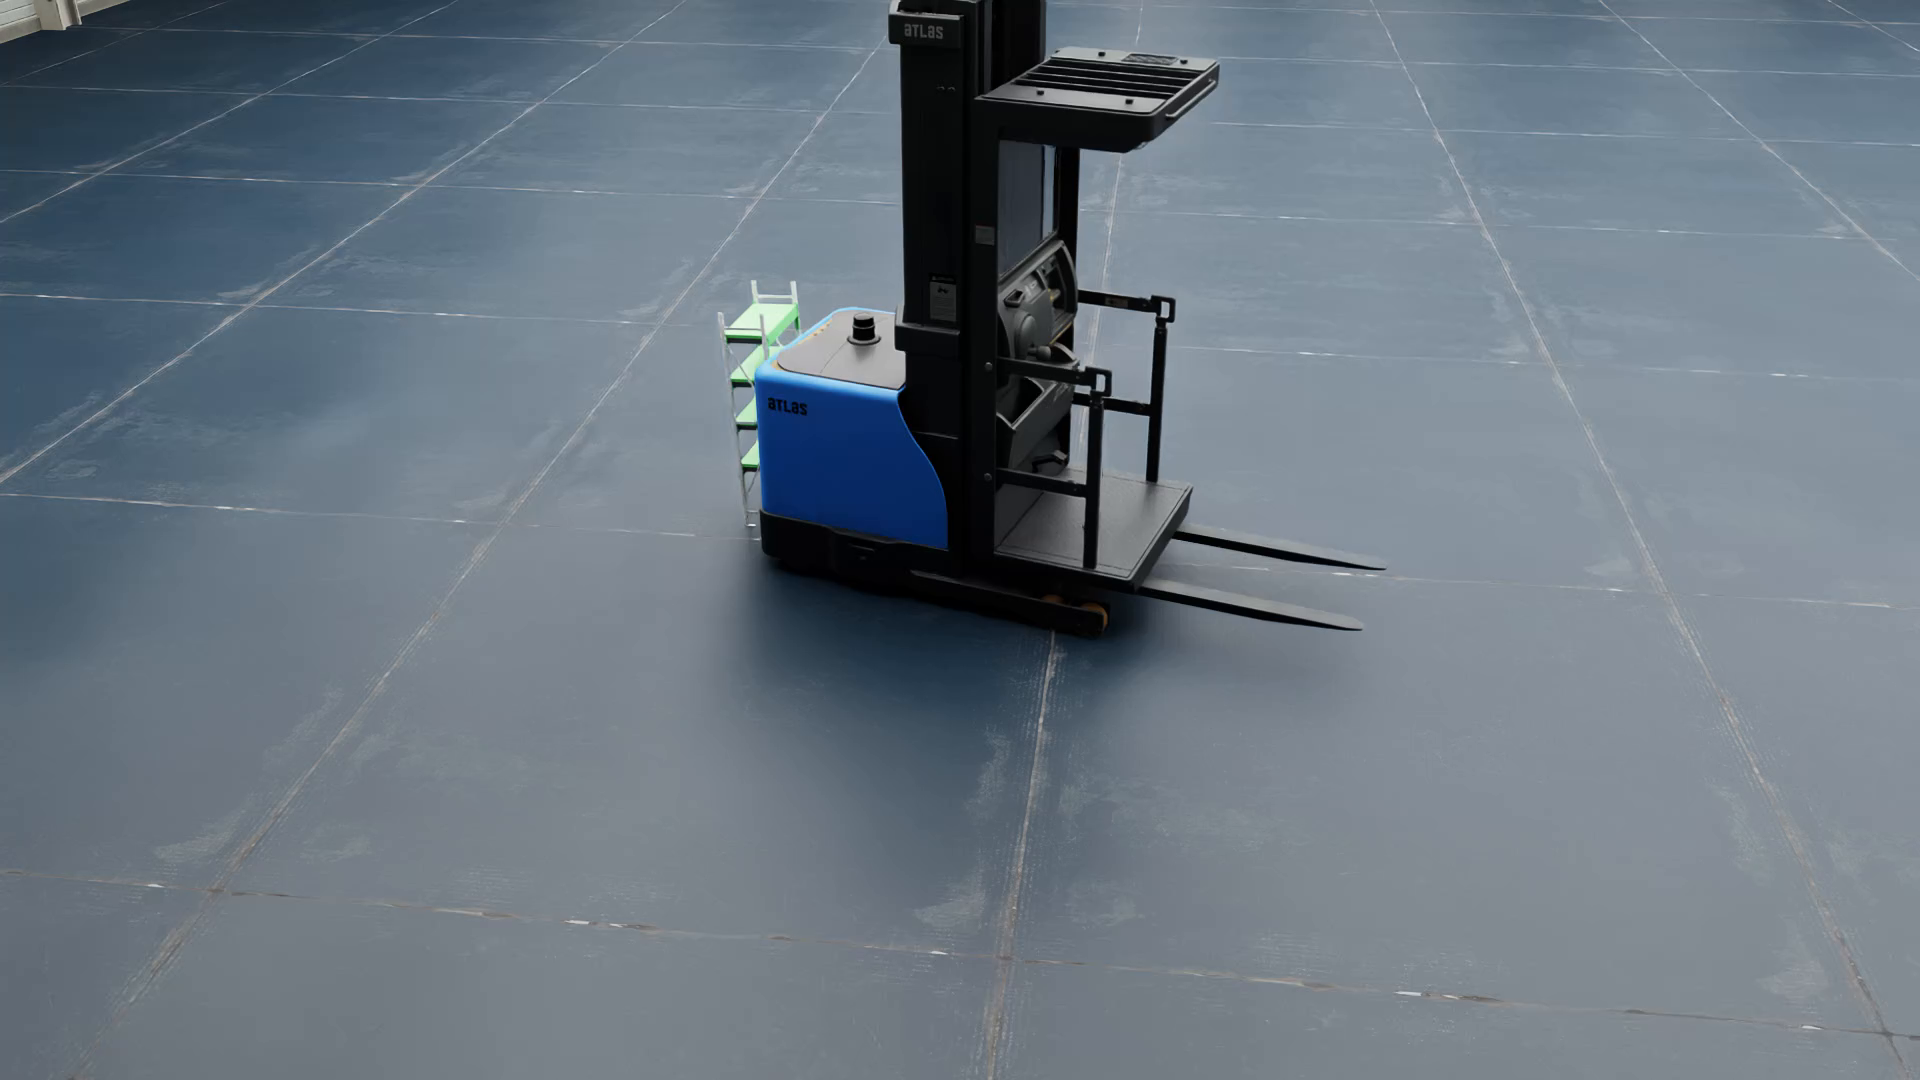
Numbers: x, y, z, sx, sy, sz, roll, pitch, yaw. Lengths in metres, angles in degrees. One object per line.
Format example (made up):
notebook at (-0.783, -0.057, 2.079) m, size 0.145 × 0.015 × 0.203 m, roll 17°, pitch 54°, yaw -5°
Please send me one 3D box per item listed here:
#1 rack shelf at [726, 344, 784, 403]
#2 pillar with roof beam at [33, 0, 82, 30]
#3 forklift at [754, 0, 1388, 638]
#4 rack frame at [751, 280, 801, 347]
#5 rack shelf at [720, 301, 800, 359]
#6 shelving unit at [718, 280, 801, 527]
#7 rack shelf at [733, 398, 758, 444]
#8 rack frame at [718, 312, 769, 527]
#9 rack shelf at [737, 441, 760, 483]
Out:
rack shelf at (-1.014, -0.869, 8.712) m, size 0.258 × 0.148 × 0.480 m, roll 4°, pitch 28°, yaw 14°
pillar with roof beam at (-6.805, -10.037, 17.893) m, size 9.100 × 9.000 × 0.400 m, roll 3°, pitch 28°, yaw 6°
forklift at (0.552, -1.112, 7.723) m, size 3.031 × 2.935 × 1.130 m, roll 11°, pitch 30°, yaw 20°
rack frame at (-0.947, -0.825, 9.002) m, size 0.240 × 1.200 × 0.015 m, roll 4°, pitch 28°, yaw 14°
rack shelf at (-1.028, -1.082, 8.601) m, size 0.258 × 0.148 × 0.480 m, roll 4°, pitch 28°, yaw 14°
shelving unit at (-1.004, -0.713, 8.793) m, size 0.258 × 1.200 × 0.503 m, roll 4°, pitch 28°, yaw 14°
rack shelf at (-1.001, -0.657, 8.823) m, size 0.258 × 0.148 × 0.480 m, roll 4°, pitch 28°, yaw 14°
rack frame at (-1.062, -0.601, 8.584) m, size 0.240 × 1.200 × 0.015 m, roll 4°, pitch 28°, yaw 14°
rack shelf at (-0.987, -0.444, 8.933) m, size 0.258 × 0.148 × 0.480 m, roll 4°, pitch 28°, yaw 14°
